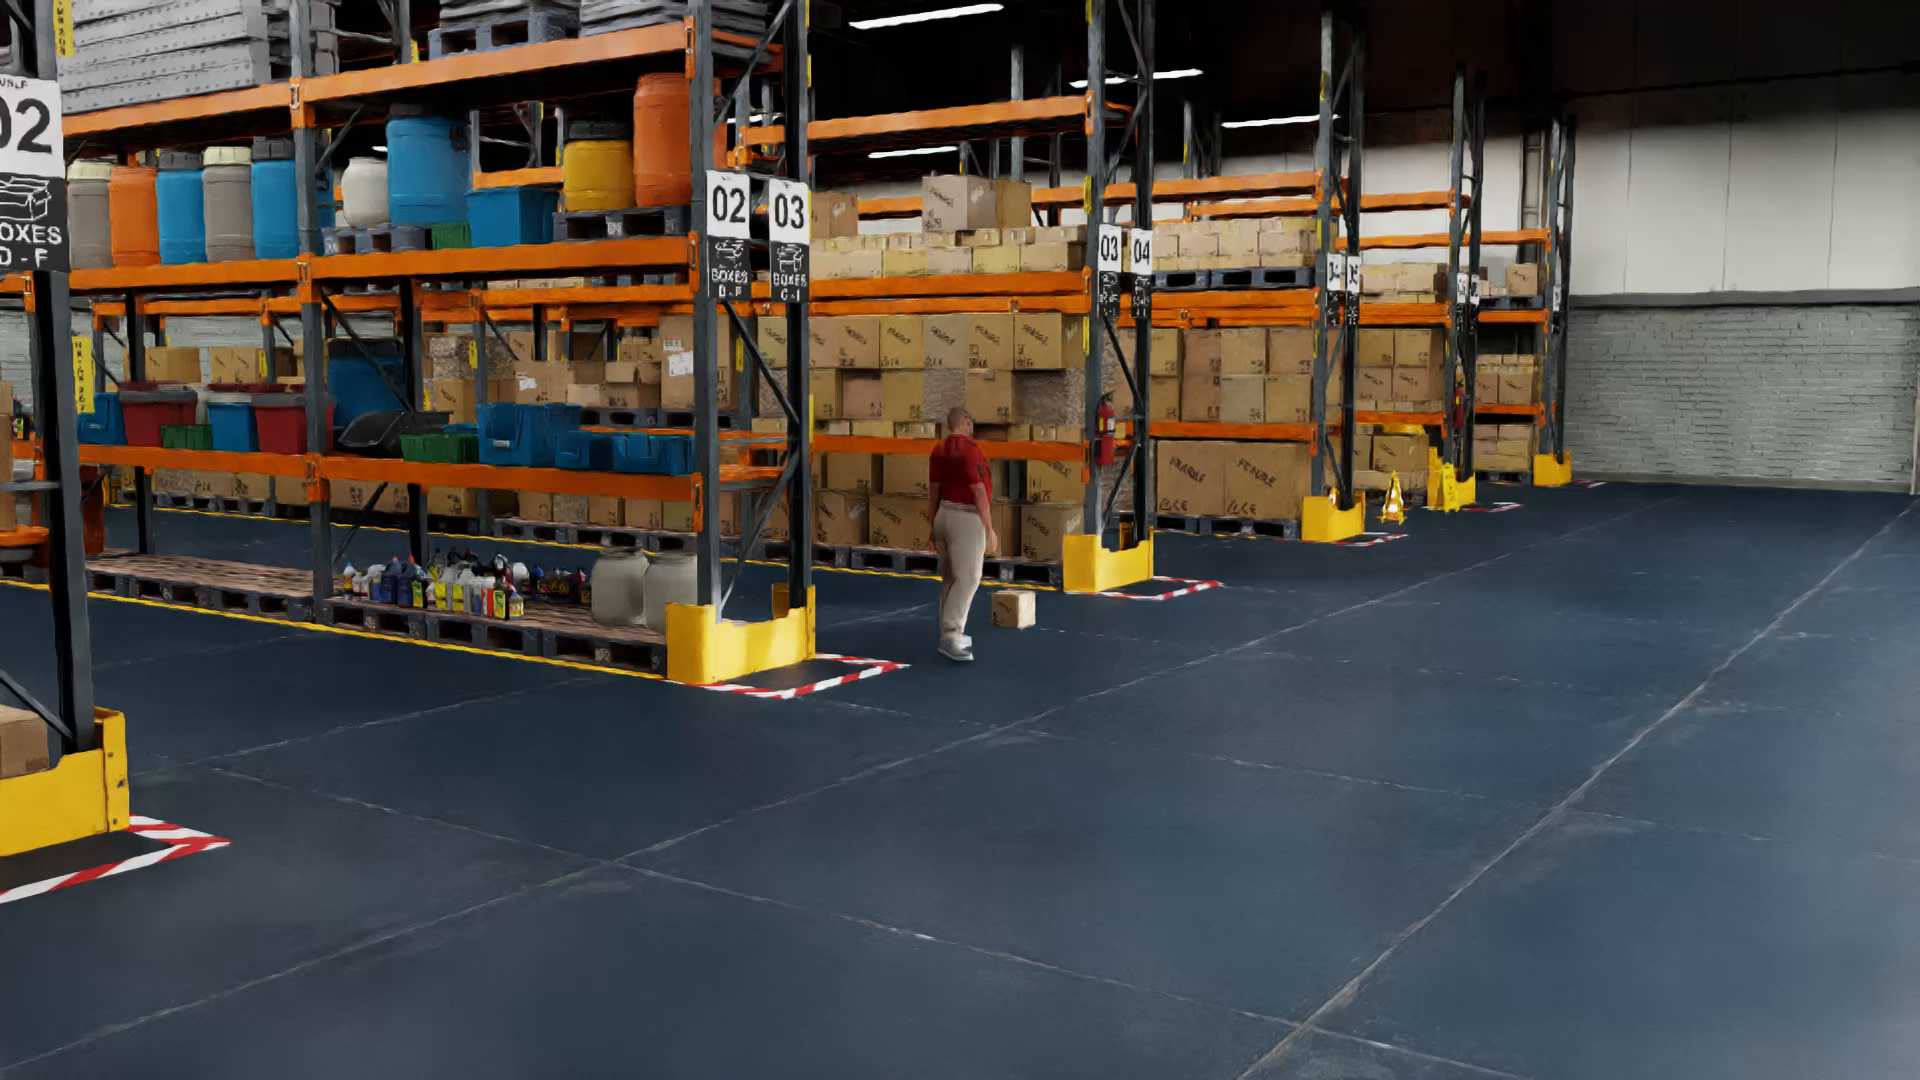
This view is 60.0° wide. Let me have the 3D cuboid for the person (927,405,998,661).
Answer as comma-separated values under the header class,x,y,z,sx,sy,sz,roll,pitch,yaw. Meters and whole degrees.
class,x,y,z,sx,sy,sz,roll,pitch,yaw
person,0.022,-0.063,11.423,0.501,1.723,0.722,-4,7,-31
